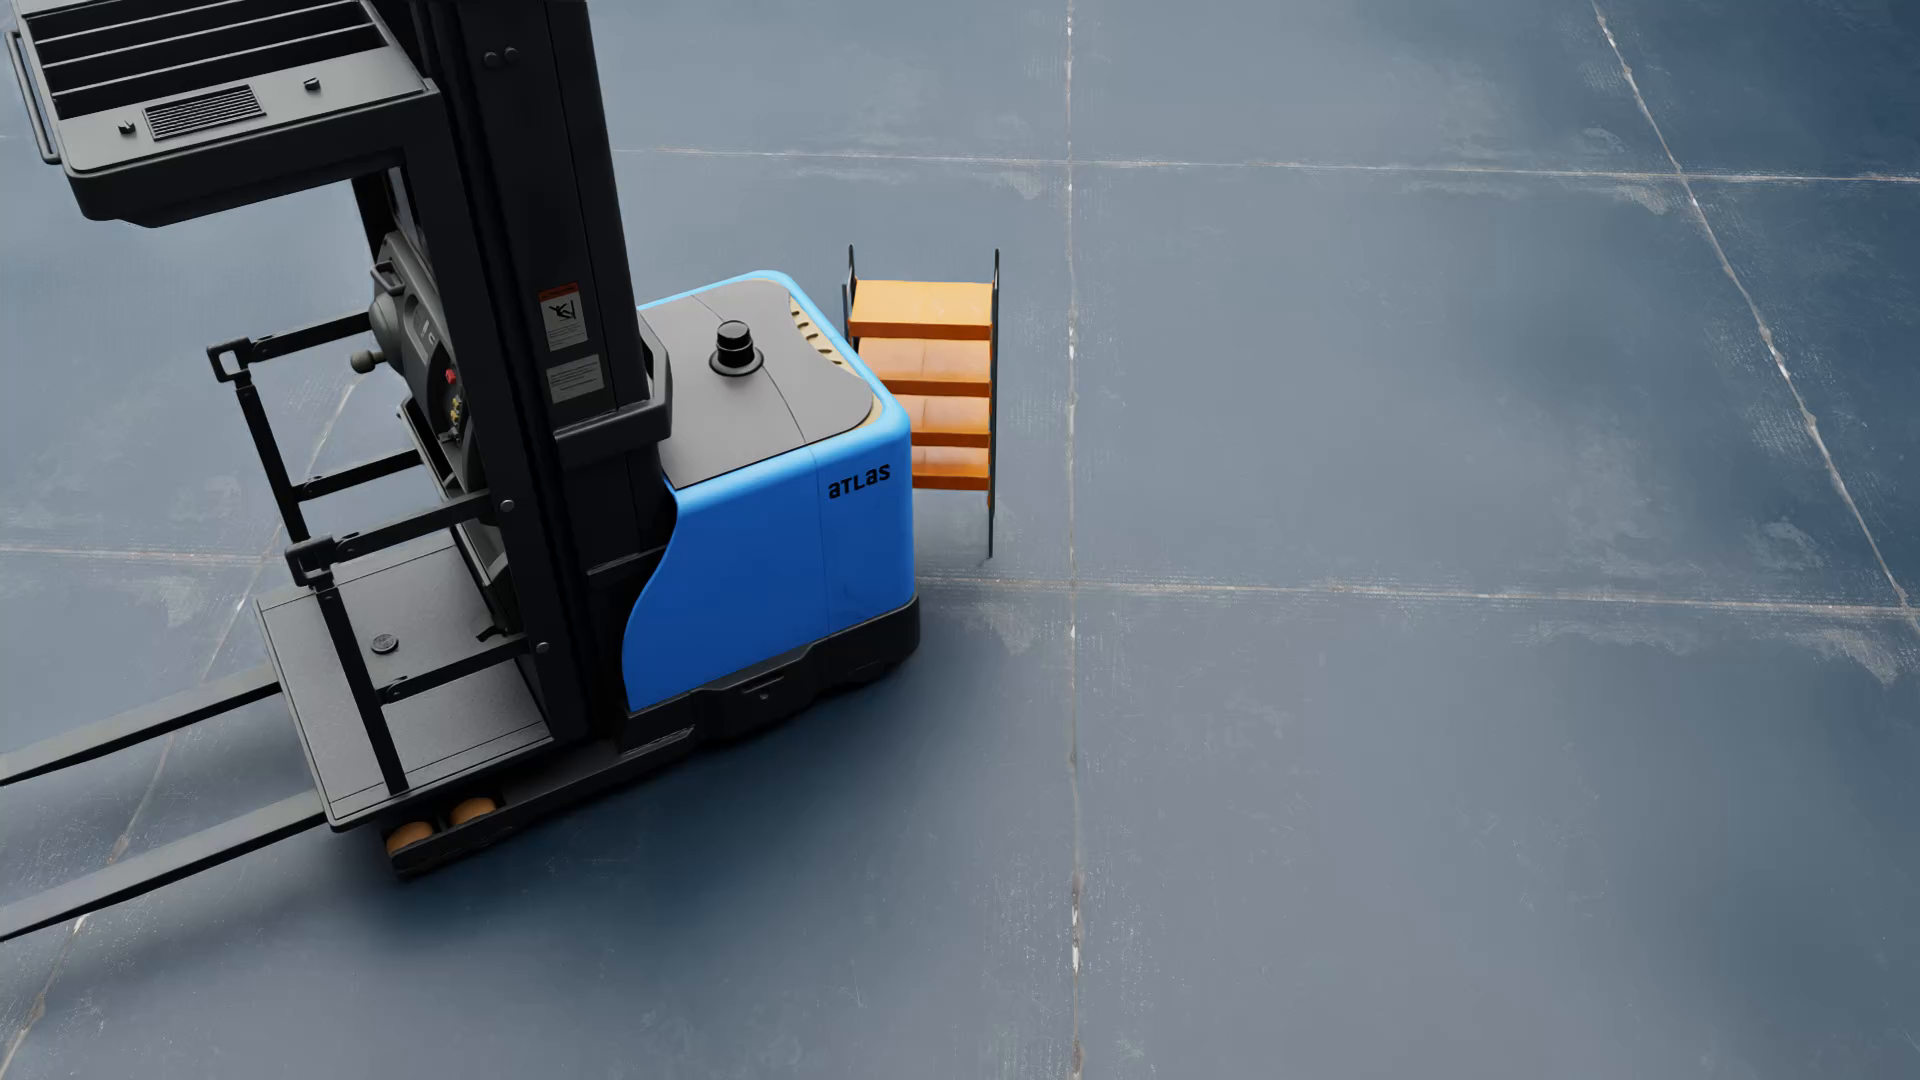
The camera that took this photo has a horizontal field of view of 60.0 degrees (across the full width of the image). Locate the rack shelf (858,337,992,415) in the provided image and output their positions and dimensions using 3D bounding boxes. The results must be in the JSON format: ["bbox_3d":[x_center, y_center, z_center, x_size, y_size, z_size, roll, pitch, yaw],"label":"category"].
[{"bbox_3d":[-0.125,-0.574,5.756,0.480,0.148,0.258,2,43,2],"label":"rack shelf"}]

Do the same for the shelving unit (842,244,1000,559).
[{"bbox_3d":[-0.125,-0.459,5.863,0.503,1.200,0.258,2,43,2],"label":"shelving unit"}]

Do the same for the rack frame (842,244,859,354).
[{"bbox_3d":[-0.369,-0.467,5.872,0.015,1.200,0.240,2,43,2],"label":"rack frame"}]

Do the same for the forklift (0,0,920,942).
[{"bbox_3d":[-1.677,-0.455,4.588,3.031,2.935,1.130,-21,47,-21],"label":"forklift"}]

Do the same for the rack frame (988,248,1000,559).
[{"bbox_3d":[0.118,-0.451,5.854,0.015,1.200,0.240,2,43,2],"label":"rack frame"}]

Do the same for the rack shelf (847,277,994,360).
[{"bbox_3d":[-0.125,-0.747,5.595,0.480,0.148,0.258,2,43,2],"label":"rack shelf"}]

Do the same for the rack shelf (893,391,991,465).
[{"bbox_3d":[-0.125,-0.410,5.909,0.480,0.148,0.258,2,43,2],"label":"rack shelf"}]

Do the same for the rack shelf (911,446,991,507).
[{"bbox_3d":[-0.125,-0.265,6.044,0.480,0.148,0.258,2,43,2],"label":"rack shelf"}]
